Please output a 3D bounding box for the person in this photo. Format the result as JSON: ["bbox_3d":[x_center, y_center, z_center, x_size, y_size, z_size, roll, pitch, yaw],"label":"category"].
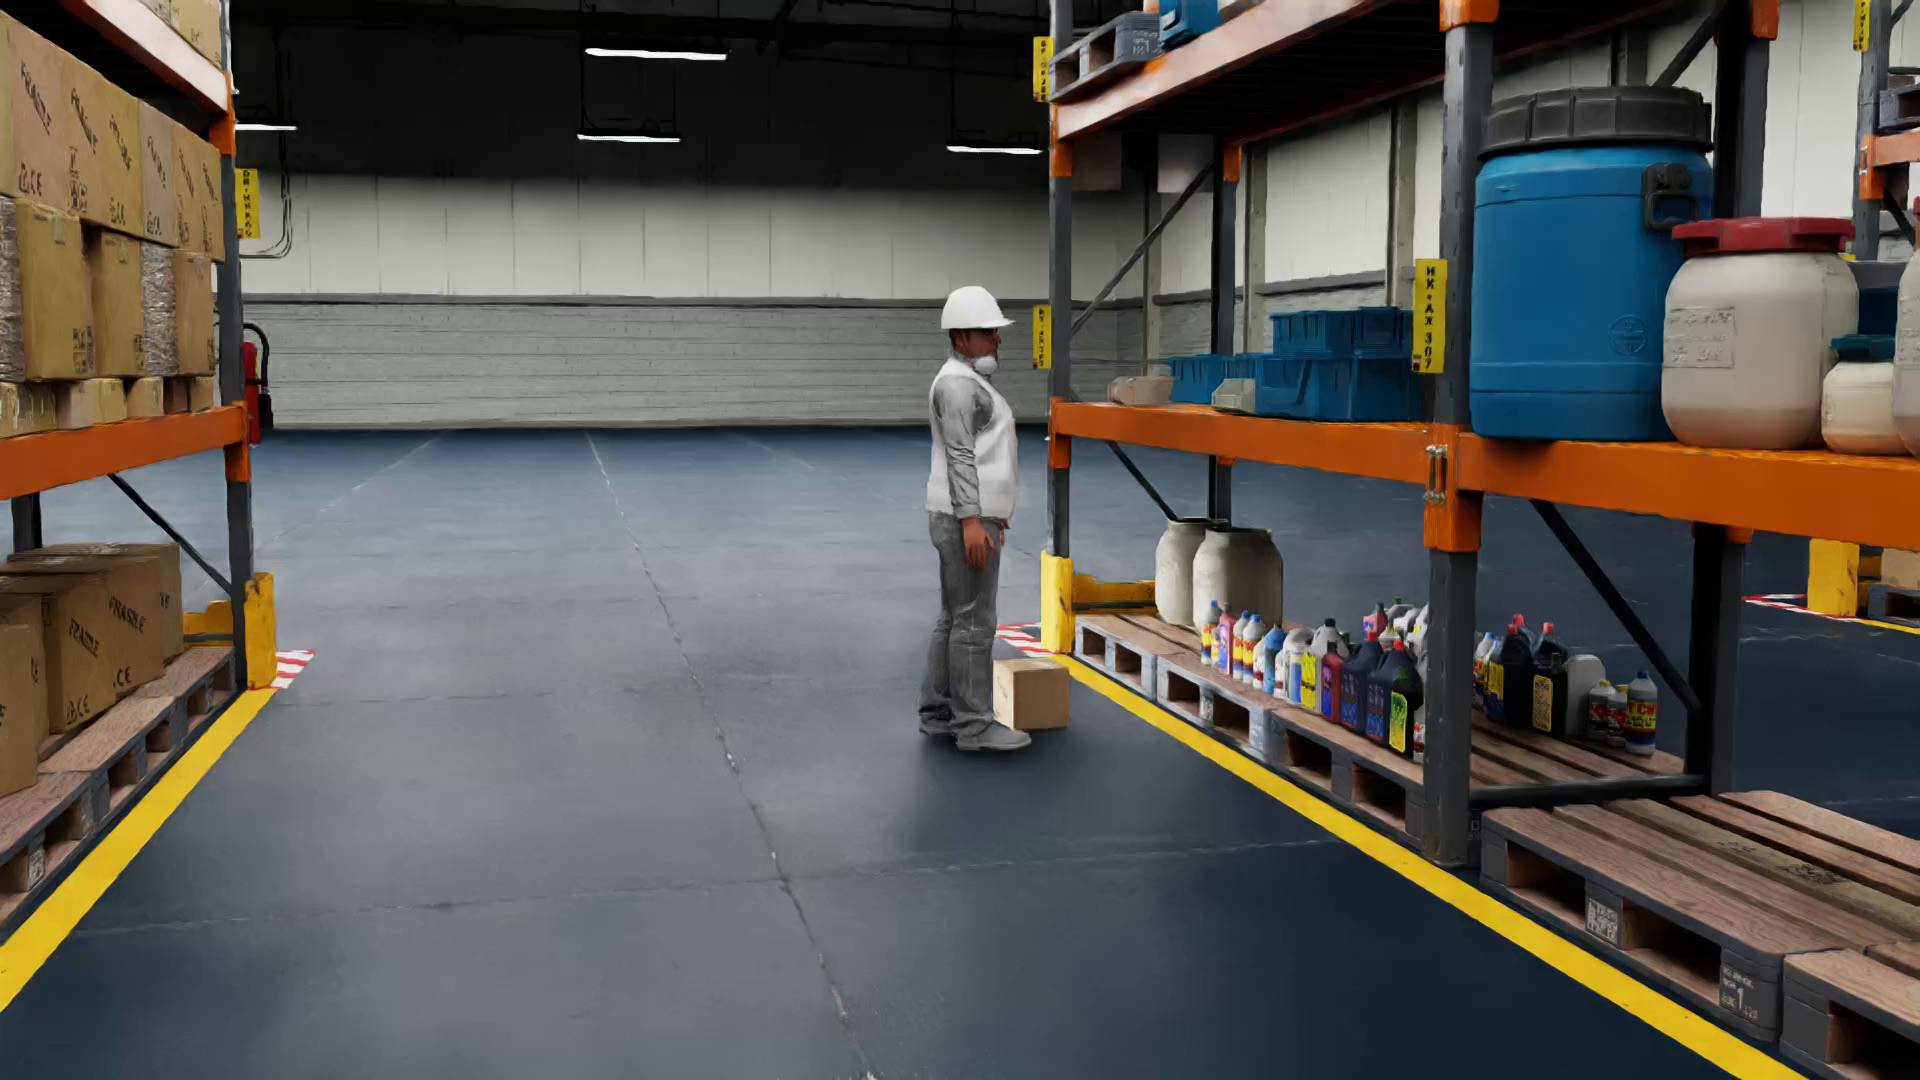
[{"bbox_3d":[0.052,-0.073,6.451,0.460,1.800,0.611,0,6,2],"label":"person"}]
